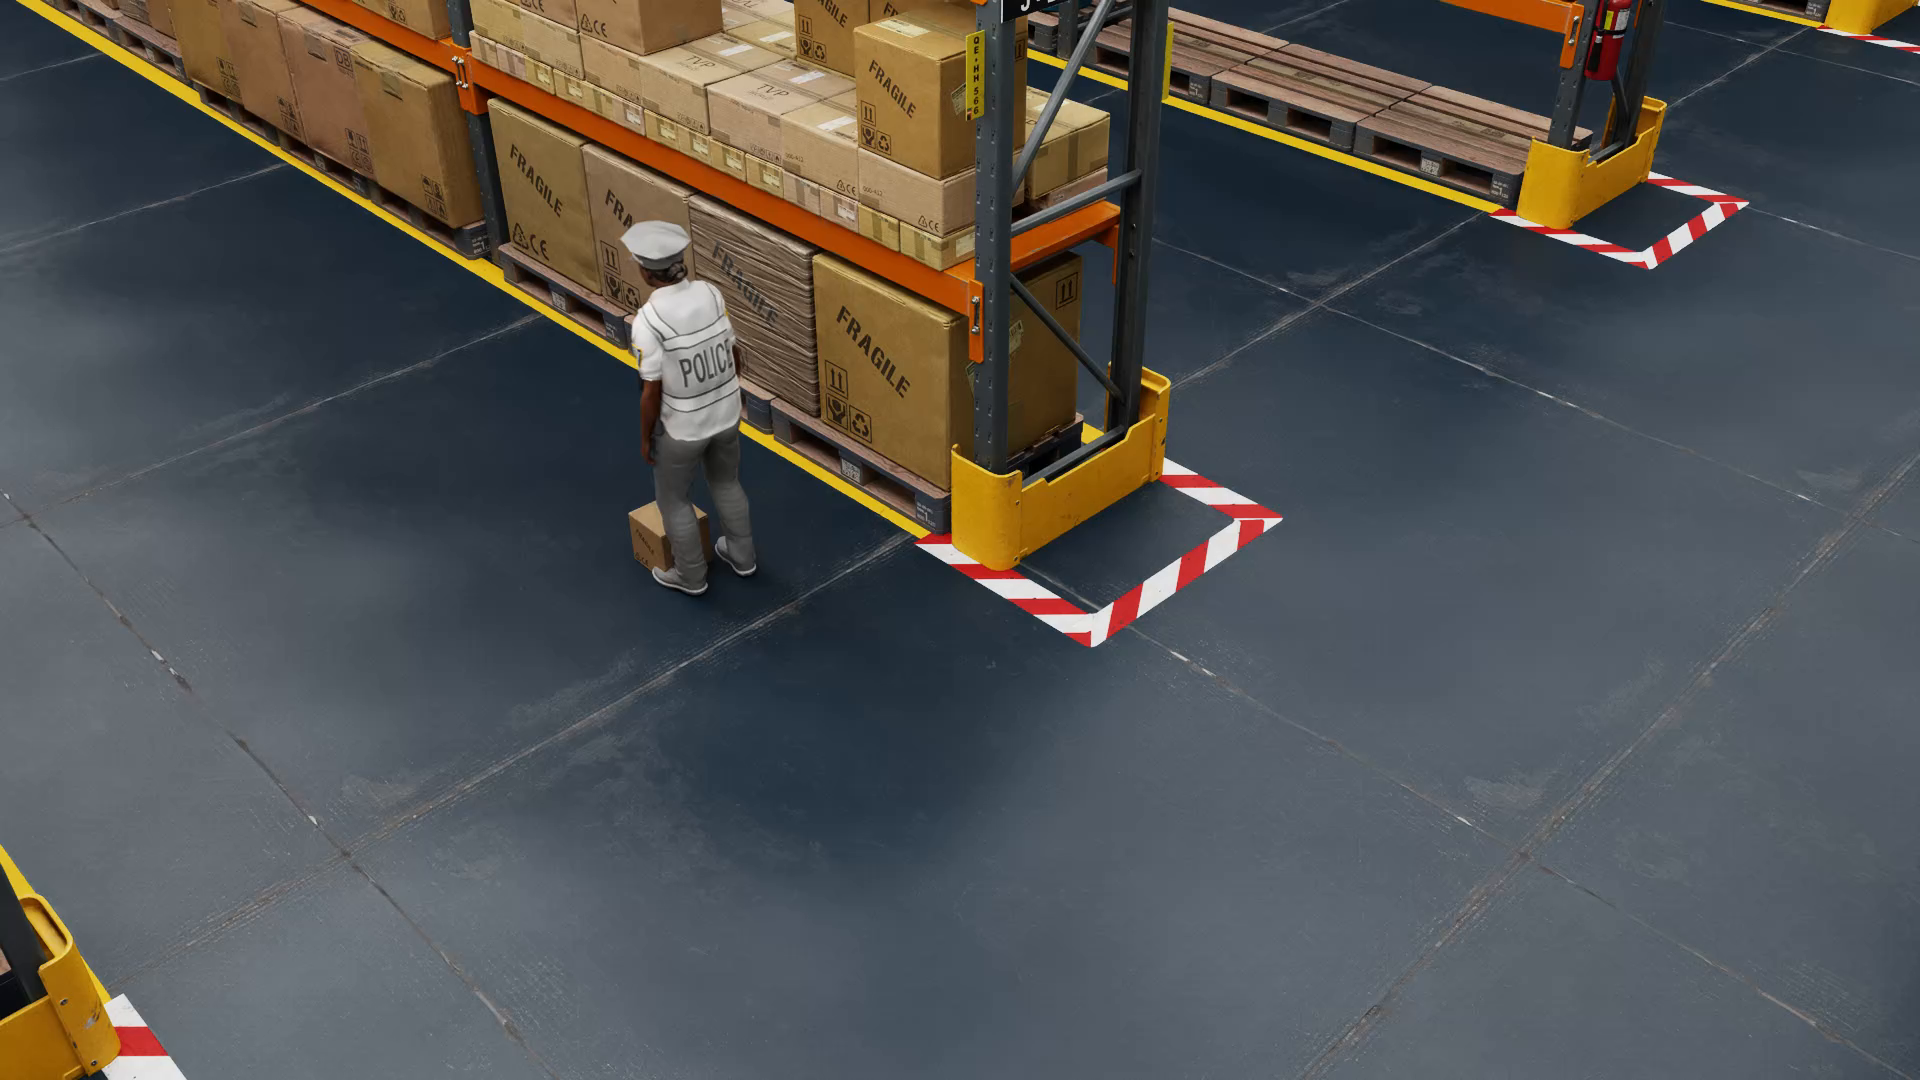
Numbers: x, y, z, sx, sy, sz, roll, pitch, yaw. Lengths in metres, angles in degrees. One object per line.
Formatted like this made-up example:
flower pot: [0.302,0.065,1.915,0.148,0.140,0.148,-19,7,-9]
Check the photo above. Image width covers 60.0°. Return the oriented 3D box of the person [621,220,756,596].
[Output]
person: [-1.111,-0.500,6.846,0.422,1.656,0.503,30,45,35]
